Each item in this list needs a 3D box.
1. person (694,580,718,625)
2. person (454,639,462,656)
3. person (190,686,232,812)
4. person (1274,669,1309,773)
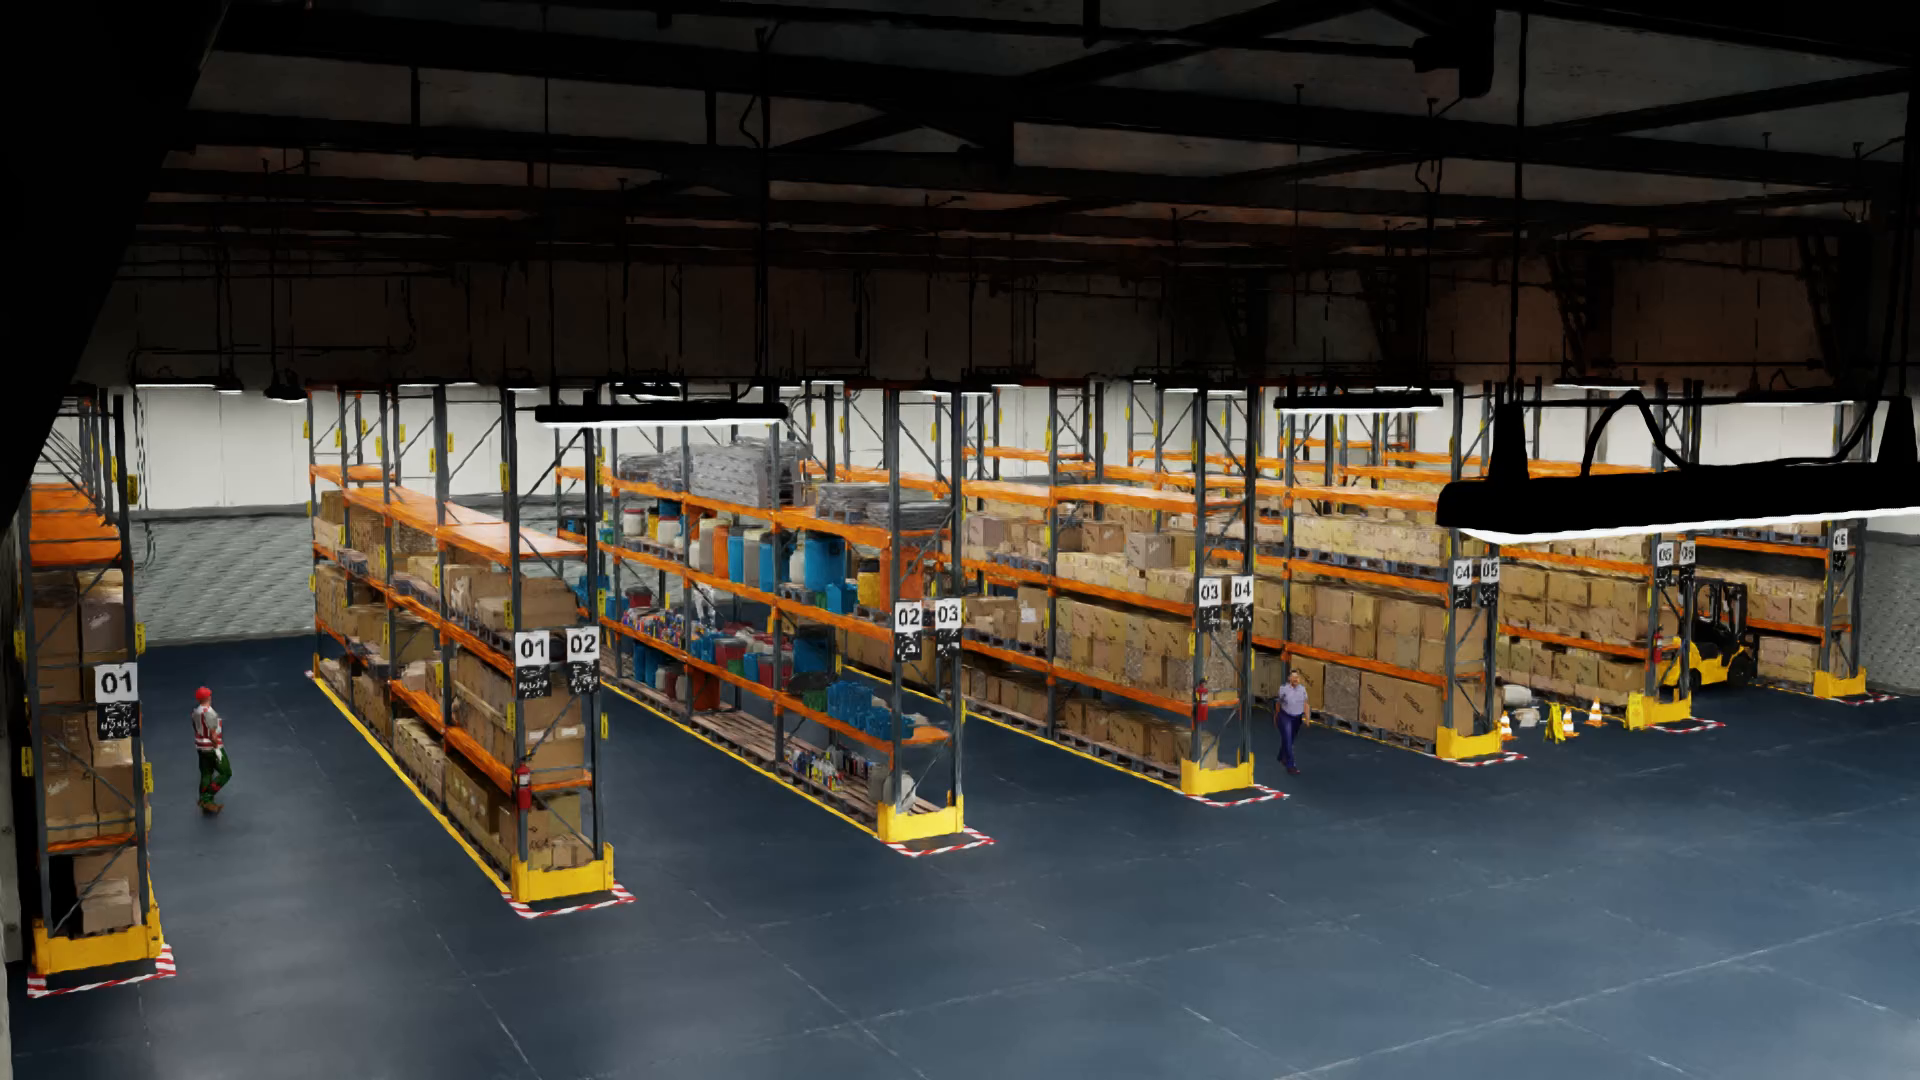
[{"bbox_3d":[-6.139,1.207,39.972,0.569,1.780,0.598,2,6,16],"label":"person"},{"bbox_3d":[-10.725,1.670,35.746,0.563,1.707,1.127,-4,7,-31],"label":"person"},{"bbox_3d":[-10.590,2.953,23.415,0.598,1.786,0.444,4,8,36],"label":"person"},{"bbox_3d":[5.172,2.783,25.877,0.478,1.579,0.996,-2,6,-20],"label":"person"}]
